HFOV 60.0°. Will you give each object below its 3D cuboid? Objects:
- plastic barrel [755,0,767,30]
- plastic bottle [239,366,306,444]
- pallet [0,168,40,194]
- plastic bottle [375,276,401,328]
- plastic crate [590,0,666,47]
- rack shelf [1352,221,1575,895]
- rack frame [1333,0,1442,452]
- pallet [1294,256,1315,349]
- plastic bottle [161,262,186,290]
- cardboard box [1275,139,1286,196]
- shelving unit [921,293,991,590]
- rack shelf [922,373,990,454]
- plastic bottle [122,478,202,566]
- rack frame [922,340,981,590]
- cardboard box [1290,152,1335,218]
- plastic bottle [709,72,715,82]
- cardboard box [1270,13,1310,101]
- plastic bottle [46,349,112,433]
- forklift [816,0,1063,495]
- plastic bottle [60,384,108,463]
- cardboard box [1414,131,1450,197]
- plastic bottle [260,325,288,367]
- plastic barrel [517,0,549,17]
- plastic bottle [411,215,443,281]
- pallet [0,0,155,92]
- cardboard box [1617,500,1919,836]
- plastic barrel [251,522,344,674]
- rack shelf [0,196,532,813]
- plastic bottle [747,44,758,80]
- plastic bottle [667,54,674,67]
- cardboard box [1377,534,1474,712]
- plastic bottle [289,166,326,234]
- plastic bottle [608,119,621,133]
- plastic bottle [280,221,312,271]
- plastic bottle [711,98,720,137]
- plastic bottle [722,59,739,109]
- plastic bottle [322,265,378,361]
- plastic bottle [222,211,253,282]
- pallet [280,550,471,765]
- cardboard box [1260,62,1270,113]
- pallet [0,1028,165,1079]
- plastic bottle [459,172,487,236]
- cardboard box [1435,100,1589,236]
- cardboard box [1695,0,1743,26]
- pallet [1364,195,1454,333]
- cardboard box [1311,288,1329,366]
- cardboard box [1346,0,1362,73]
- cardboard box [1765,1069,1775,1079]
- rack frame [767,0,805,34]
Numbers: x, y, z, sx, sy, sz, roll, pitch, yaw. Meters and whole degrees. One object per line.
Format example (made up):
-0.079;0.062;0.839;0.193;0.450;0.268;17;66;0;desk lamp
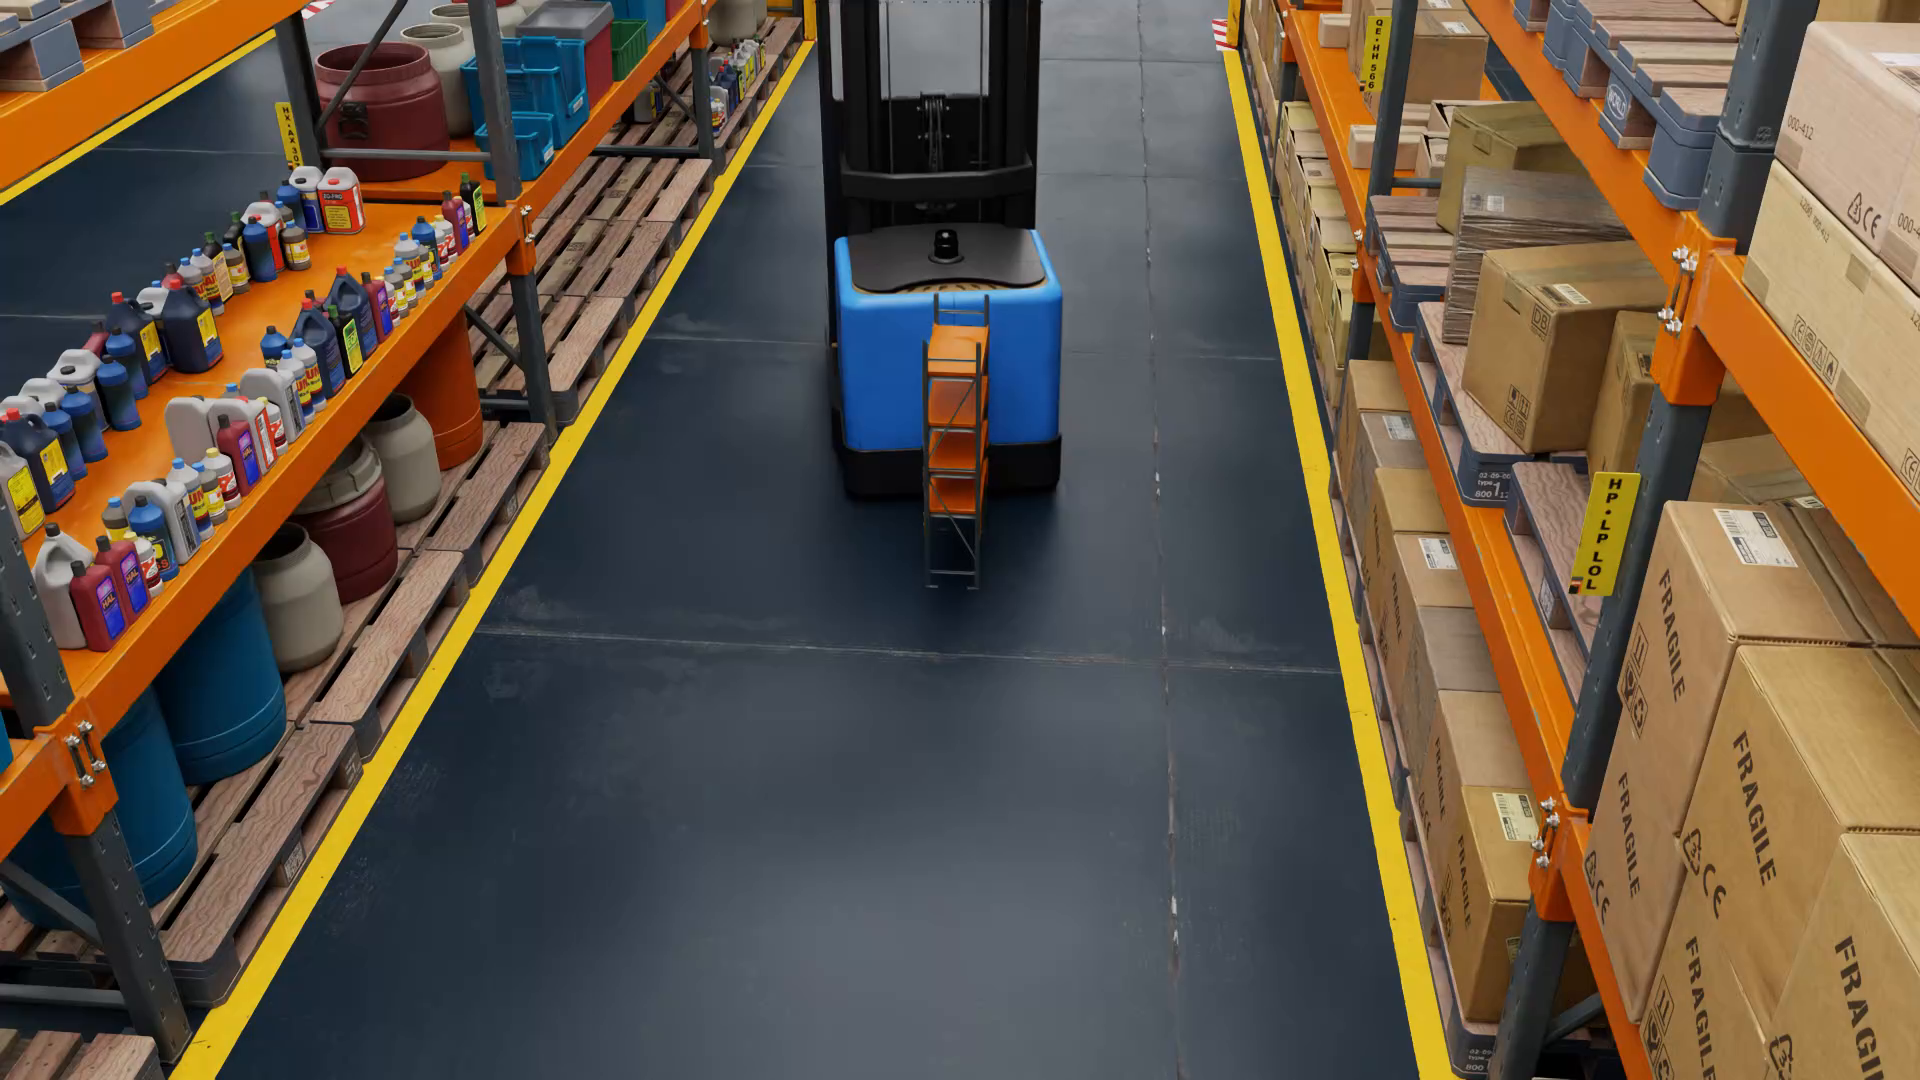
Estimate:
-1.911;-4.757;14.581;0.421;0.512;0.421;0;32;0;plastic barrel
-2.399;-0.488;5.801;0.152;0.276;0.135;2;32;4;plastic bottle
-7.257;-2.510;11.622;1.003;0.211;1.213;2;32;4;pallet
-2.294;-0.950;6.622;0.097;0.201;0.097;0;32;0;plastic bottle
-2.039;-3.296;10.254;0.392;0.384;0.575;2;32;4;plastic crate
2.189;-0.236;5.959;1.077;0.370;4.000;2;32;4;rack shelf
2.352;-1.588;7.467;1.000;3.000;0.127;2;32;4;rack frame
2.560;-1.466;9.927;1.003;0.211;1.213;2;32;4;pallet
-3.082;-0.937;6.522;0.061;0.283;0.133;2;32;4;plastic bottle
2.398;-2.487;11.147;0.500;0.250;0.500;2;32;3;cardboard box
-0.013;-0.424;7.295;0.258;1.200;0.503;2;32;4;shelving unit
-0.013;-0.557;7.213;0.258;0.148;0.480;2;32;4;rack shelf
-2.463;-0.074;5.129;0.152;0.276;0.135;2;32;4;plastic bottle
-0.033;-0.297;7.088;0.240;1.200;0.015;2;32;4;rack frame
2.309;-2.189;10.128;0.500;0.311;0.500;1;32;2;cardboard box
-1.888;-3.404;12.596;0.097;0.271;0.097;0;32;0;plastic bottle
2.550;-3.520;12.108;0.500;0.500;0.500;2;32;4;cardboard box
-3.100;-0.523;5.858;0.152;0.276;0.135;2;32;4;plastic bottle
-0.179;-2.213;8.547;1.130;2.935;3.031;-3;32;-5;forklift
-2.993;-0.404;5.670;0.097;0.271;0.097;0;32;0;plastic bottle
2.425;-1.738;7.796;0.500;0.311;0.500;4;32;7;cardboard box
-2.490;-0.654;6.074;0.097;0.271;0.097;0;32;0;plastic bottle
-2.615;-3.076;9.753;0.433;0.535;0.433;0;32;0;plastic barrel
-2.255;-1.235;7.017;0.097;0.271;0.097;0;32;0;plastic bottle
-2.944;-1.320;4.354;1.213;0.211;1.003;2;32;4;pallet
1.707;0.270;3.404;0.500;0.500;0.500;3;32;5;cardboard box
-2.656;0.225;6.496;0.421;0.512;0.421;0;32;0;plastic barrel
-2.748;-0.449;6.306;1.077;0.370;4.000;2;32;4;rack shelf
-1.705;-3.830;13.283;0.152;0.276;0.135;2;32;3;plastic bottle
-2.400;-3.992;13.616;0.097;0.201;0.097;0;32;0;plastic bottle
1.910;0.324;6.328;0.500;0.500;0.500;1;32;2;cardboard box
-2.942;-1.536;7.502;0.152;0.276;0.135;2;32;4;plastic bottle
-2.540;-3.092;12.156;0.097;0.201;0.097;0;32;0;plastic bottle
-2.854;-1.267;7.136;0.097;0.201;0.097;0;32;0;plastic bottle
-1.796;-3.067;12.048;0.097;0.271;0.097;0;32;0;plastic bottle
-1.764;-3.456;12.604;0.144;0.351;0.185;1;32;2;plastic bottle
-2.340;-0.871;6.352;0.144;0.351;0.185;2;32;4;plastic bottle
-3.036;-1.229;6.997;0.061;0.283;0.133;2;32;4;plastic bottle
-2.709;0.436;6.841;1.003;0.211;1.213;2;32;4;pallet
2.574;-3.462;12.730;0.500;0.250;0.500;2;32;4;cardboard box
-2.932;1.864;4.525;1.003;0.211;1.213;2;32;4;pallet
-2.192;-1.522;7.472;0.061;0.283;0.133;2;32;4;plastic bottle
2.413;-1.475;6.789;0.700;0.500;0.500;-8;33;-13;cardboard box
2.172;-1.648;4.115;0.600;0.600;0.600;2;32;3;cardboard box
2.367;-1.149;6.938;1.213;0.211;1.003;2;32;4;pallet
2.190;-1.151;8.979;0.500;0.250;0.500;2;32;3;cardboard box
2.556;-3.046;9.738;0.500;0.500;0.500;5;32;8;cardboard box
1.632;1.246;2.774;0.500;0.500;0.500;2;32;4;cardboard box
-1.933;-5.984;14.602;1.000;3.000;0.127;2;32;4;rack frame
